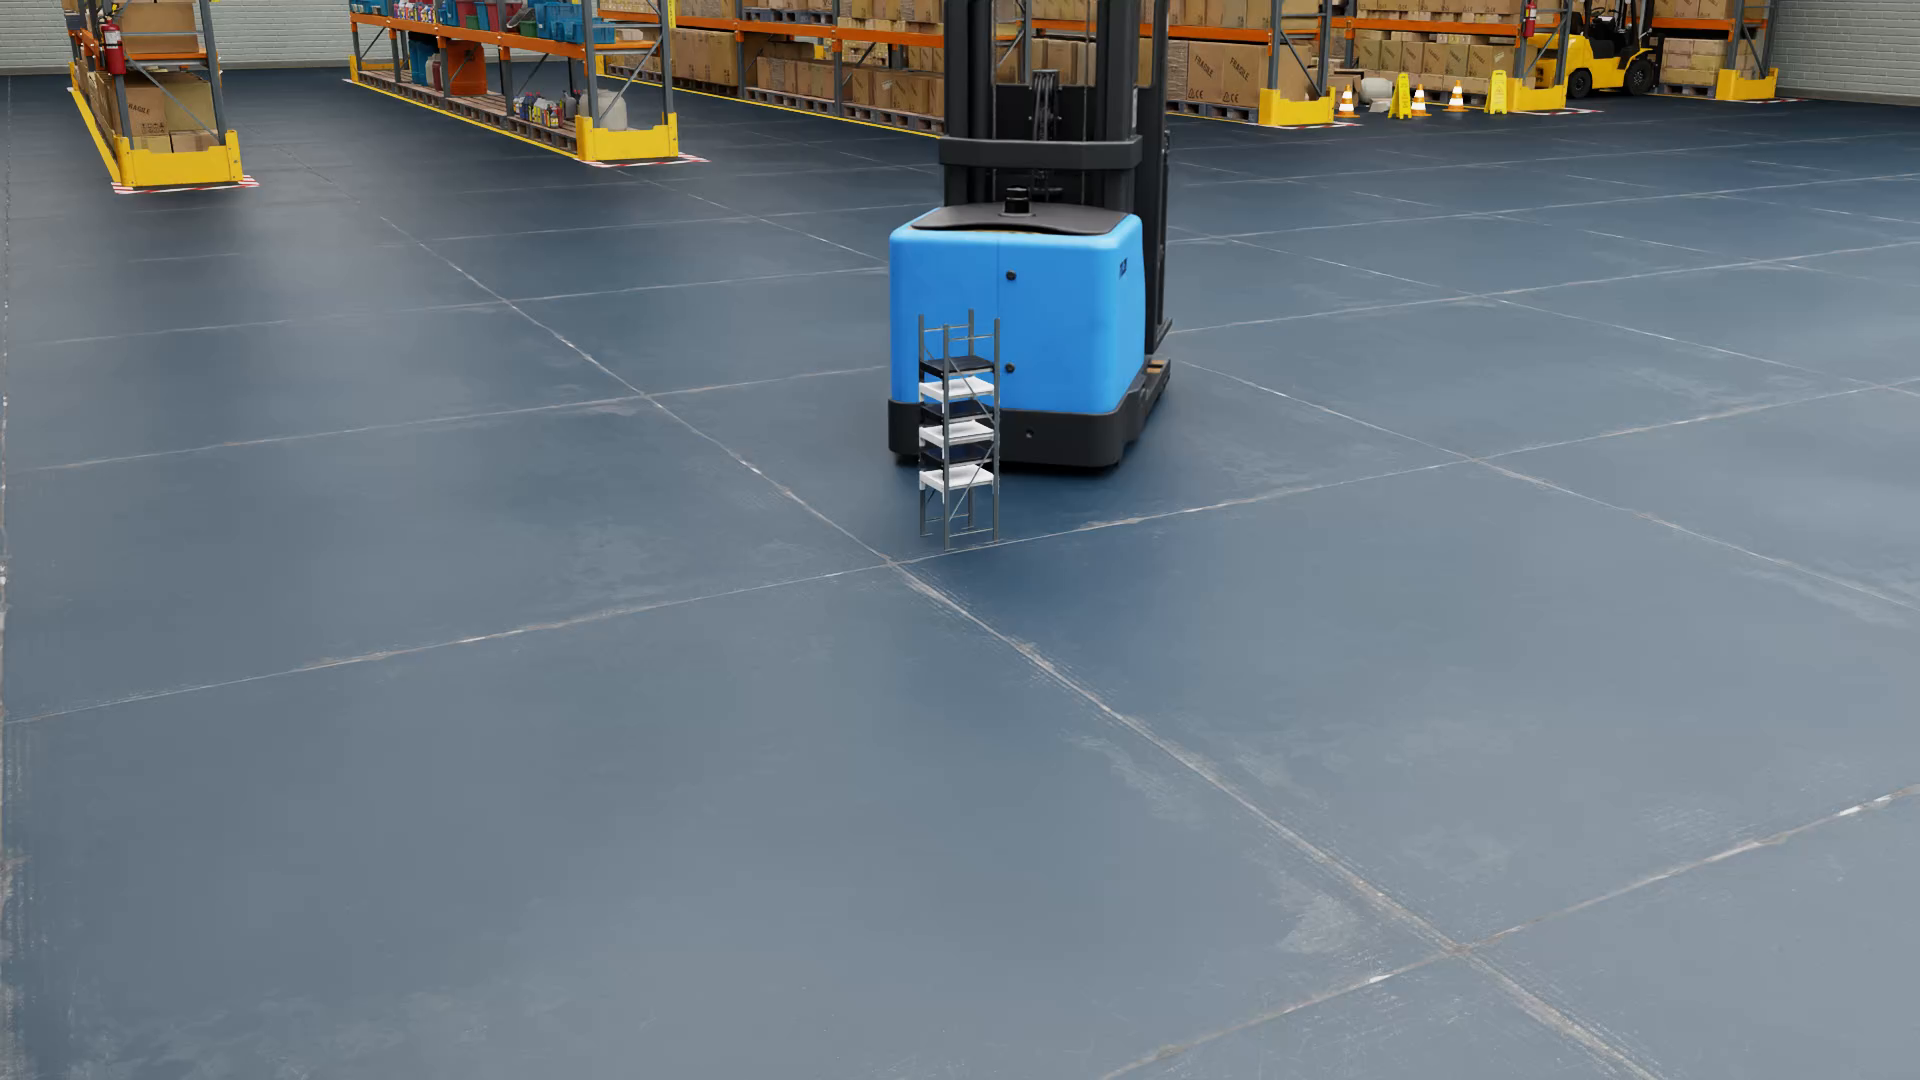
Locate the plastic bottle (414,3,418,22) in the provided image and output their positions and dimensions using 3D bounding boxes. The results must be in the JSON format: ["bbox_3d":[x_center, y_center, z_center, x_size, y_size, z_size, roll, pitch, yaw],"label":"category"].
[{"bbox_3d":[-8.951,-8.699,27.420,0.061,0.283,0.133,-10,21,-27],"label":"plastic bottle"}]

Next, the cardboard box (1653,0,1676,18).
[{"bbox_3d":[12.609,-9.505,29.425,0.500,0.500,0.500,-10,22,-28],"label":"cardboard box"}]

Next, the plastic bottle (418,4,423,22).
[{"bbox_3d":[-8.800,-8.607,27.156,0.061,0.283,0.133,-10,21,-27],"label":"plastic bottle"}]

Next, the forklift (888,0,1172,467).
[{"bbox_3d":[0.518,-2.152,8.374,1.130,2.935,3.031,5,20,13],"label":"forklift"}]

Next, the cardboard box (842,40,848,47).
[{"bbox_3d":[-2.333,-10.805,36.161,0.380,0.149,0.250,-11,22,-29],"label":"cardboard box"}]

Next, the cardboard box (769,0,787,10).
[{"bbox_3d":[-2.738,-8.662,26.722,0.500,0.250,0.500,-11,22,-28],"label":"cardboard box"}]

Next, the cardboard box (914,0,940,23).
[{"bbox_3d":[-0.112,-7.230,22.376,0.875,0.500,0.500,-10,21,-27],"label":"cardboard box"}]

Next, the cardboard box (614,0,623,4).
[{"bbox_3d":[-6.651,-10.945,33.526,0.500,0.250,0.500,-11,22,-28],"label":"cardboard box"}]

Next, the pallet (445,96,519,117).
[{"bbox_3d":[-7.356,-6.738,25.834,1.003,0.211,1.213,-10,21,-27],"label":"pallet"}]

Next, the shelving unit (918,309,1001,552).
[{"bbox_3d":[-0.004,-0.428,6.491,0.258,0.900,0.210,-10,21,-27],"label":"shelving unit"}]

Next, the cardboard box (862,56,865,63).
[{"bbox_3d":[-1.860,-10.232,35.412,0.380,0.149,0.250,-10,21,-26],"label":"cardboard box"}]

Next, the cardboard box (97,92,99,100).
[{"bbox_3d":[-10.596,-5.605,20.989,0.500,0.311,0.500,-10,21,-27],"label":"cardboard box"}]

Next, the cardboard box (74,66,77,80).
[{"bbox_3d":[-15.604,-8.379,29.857,0.500,0.250,0.500,-10,21,-27],"label":"cardboard box"}]

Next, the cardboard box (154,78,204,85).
[{"bbox_3d":[-8.799,-4.948,18.794,0.500,0.500,0.500,-10,21,-27],"label":"cardboard box"}]

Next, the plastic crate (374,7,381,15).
[{"bbox_3d":[-10.357,-9.611,30.214,0.437,0.125,0.590,-10,21,-27],"label":"plastic crate"}]

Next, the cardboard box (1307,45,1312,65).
[{"bbox_3d":[5.738,-8.330,28.845,0.500,0.500,0.500,-10,21,-27],"label":"cardboard box"}]

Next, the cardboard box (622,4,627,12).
[{"bbox_3d":[-6.520,-10.635,33.238,0.380,0.149,0.250,-11,22,-28],"label":"cardboard box"}]

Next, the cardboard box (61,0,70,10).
[{"bbox_3d":[-13.922,-8.741,26.569,0.500,0.500,0.700,16,25,39],"label":"cardboard box"}]

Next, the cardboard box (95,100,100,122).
[{"bbox_3d":[-11.326,-5.781,22.358,0.500,0.250,0.500,-10,21,-26],"label":"cardboard box"}]

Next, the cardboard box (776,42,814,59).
[{"bbox_3d":[-2.726,-8.094,27.497,0.500,0.250,0.500,-7,20,-21],"label":"cardboard box"}]

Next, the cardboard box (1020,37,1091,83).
[{"bbox_3d":[1.710,-8.487,29.432,1.050,0.750,0.750,-10,21,-26],"label":"cardboard box"}]

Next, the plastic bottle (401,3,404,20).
[{"bbox_3d":[-9.500,-9.037,28.420,0.097,0.271,0.097,0,19,0],"label":"plastic bottle"}]

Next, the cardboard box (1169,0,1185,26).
[{"bbox_3d":[3.601,-8.282,25.803,0.875,0.550,0.550,-10,21,-27],"label":"cardboard box"}]

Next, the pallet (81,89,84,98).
[{"bbox_3d":[-14.859,-7.896,29.191,1.003,0.211,1.213,-10,21,-27],"label":"pallet"}]

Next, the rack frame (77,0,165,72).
[{"bbox_3d":[-12.051,-7.518,23.820,1.000,3.000,0.127,-10,21,-27],"label":"rack frame"}]

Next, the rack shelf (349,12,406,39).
[{"bbox_3d":[-10.539,-9.667,31.150,1.077,0.370,4.000,-10,21,-27],"label":"rack shelf"}]

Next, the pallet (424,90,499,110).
[{"bbox_3d":[-8.101,-7.186,27.133,1.003,0.211,1.213,-10,21,-27],"label":"pallet"}]

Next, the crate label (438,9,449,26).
[{"bbox_3d":[-7.820,-8.026,25.549,0.303,0.233,0.416,-10,21,-27],"label":"crate label"}]

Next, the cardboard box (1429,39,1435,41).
[{"bbox_3d":[8.050,-8.417,28.848,0.500,0.500,0.500,-10,21,-26],"label":"cardboard box"}]

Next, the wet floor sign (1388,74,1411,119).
[{"bbox_3d":[6.637,-6.680,25.000,0.267,0.644,0.232,-14,24,-36],"label":"wet floor sign"}]

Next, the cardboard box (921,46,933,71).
[{"bbox_3d":[-0.447,-9.551,32.900,0.500,0.500,0.500,-9,21,-24],"label":"cardboard box"}]

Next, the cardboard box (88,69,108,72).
[{"bbox_3d":[-12.702,-6.777,24.829,0.500,0.500,0.500,-9,21,-25],"label":"cardboard box"}]

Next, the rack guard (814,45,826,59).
[{"bbox_3d":[-2.681,-10.884,37.406,1.175,0.500,0.348,-10,21,-27],"label":"rack guard"}]

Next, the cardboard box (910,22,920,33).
[{"bbox_3d":[-0.457,-7.042,22.827,0.380,0.149,0.250,-10,21,-27],"label":"cardboard box"}]

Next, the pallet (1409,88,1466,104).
[{"bbox_3d":[8.223,-7.582,28.281,1.003,0.211,1.213,-10,21,-27],"label":"pallet"}]

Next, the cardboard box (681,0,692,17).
[{"bbox_3d":[-4.755,-9.788,30.246,0.500,0.500,0.500,-11,22,-28],"label":"cardboard box"}]

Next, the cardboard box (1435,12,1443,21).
[{"bbox_3d":[8.115,-8.687,27.594,0.380,0.149,0.250,-10,21,-27],"label":"cardboard box"}]

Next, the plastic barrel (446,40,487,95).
[{"bbox_3d":[-7.937,-7.595,26.725,0.600,0.830,0.708,-10,21,-27],"label":"plastic barrel"}]

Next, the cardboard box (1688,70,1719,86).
[{"bbox_3d":[13.055,-8.044,28.917,0.500,0.250,0.500,-10,21,-26],"label":"cardboard box"}]

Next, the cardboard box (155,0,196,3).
[{"bbox_3d":[-8.249,-5.721,17.466,0.380,0.149,0.250,-10,21,-27],"label":"cardboard box"}]

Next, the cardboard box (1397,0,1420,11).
[{"bbox_3d":[7.739,-9.170,27.998,0.500,0.500,0.500,-10,21,-27],"label":"cardboard box"}]

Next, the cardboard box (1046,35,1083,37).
[{"bbox_3d":[2.435,-11.435,38.456,0.875,0.438,0.875,-9,21,-25],"label":"cardboard box"}]

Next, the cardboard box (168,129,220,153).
[{"bbox_3d":[-8.311,-4.309,18.091,0.500,0.250,0.500,-10,21,-27],"label":"cardboard box"}]

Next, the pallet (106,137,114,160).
[{"bbox_3d":[-9.811,-4.817,20.267,1.003,0.211,1.213,-10,21,-27],"label":"pallet"}]

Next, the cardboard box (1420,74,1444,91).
[{"bbox_3d":[8.076,-7.678,27.856,0.500,0.250,0.500,-11,22,-29],"label":"cardboard box"}]

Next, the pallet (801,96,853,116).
[{"bbox_3d":[-1.803,-6.808,26.038,1.003,0.211,1.213,-10,21,-27],"label":"pallet"}]

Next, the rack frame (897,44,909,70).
[{"bbox_3d":[-0.817,-10.939,33.734,1.000,3.000,0.127,-10,21,-27],"label":"rack frame"}]

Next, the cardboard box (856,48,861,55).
[{"bbox_3d":[-2.018,-10.521,35.794,0.380,0.149,0.250,-9,21,-24],"label":"cardboard box"}]

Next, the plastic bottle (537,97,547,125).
[{"bbox_3d":[-5.393,-5.566,21.550,0.144,0.351,0.185,-9,21,-24],"label":"plastic bottle"}]

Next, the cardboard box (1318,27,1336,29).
[{"bbox_3d":[8.267,-11.468,37.461,0.380,0.149,0.250,-10,22,-28],"label":"cardboard box"}]

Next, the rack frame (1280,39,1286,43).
[{"bbox_3d":[7.858,-12.505,38.271,1.000,3.000,0.127,-10,21,-27],"label":"rack frame"}]

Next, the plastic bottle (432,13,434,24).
[{"bbox_3d":[-8.296,-8.276,26.322,0.097,0.201,0.097,0,19,0],"label":"plastic bottle"}]
